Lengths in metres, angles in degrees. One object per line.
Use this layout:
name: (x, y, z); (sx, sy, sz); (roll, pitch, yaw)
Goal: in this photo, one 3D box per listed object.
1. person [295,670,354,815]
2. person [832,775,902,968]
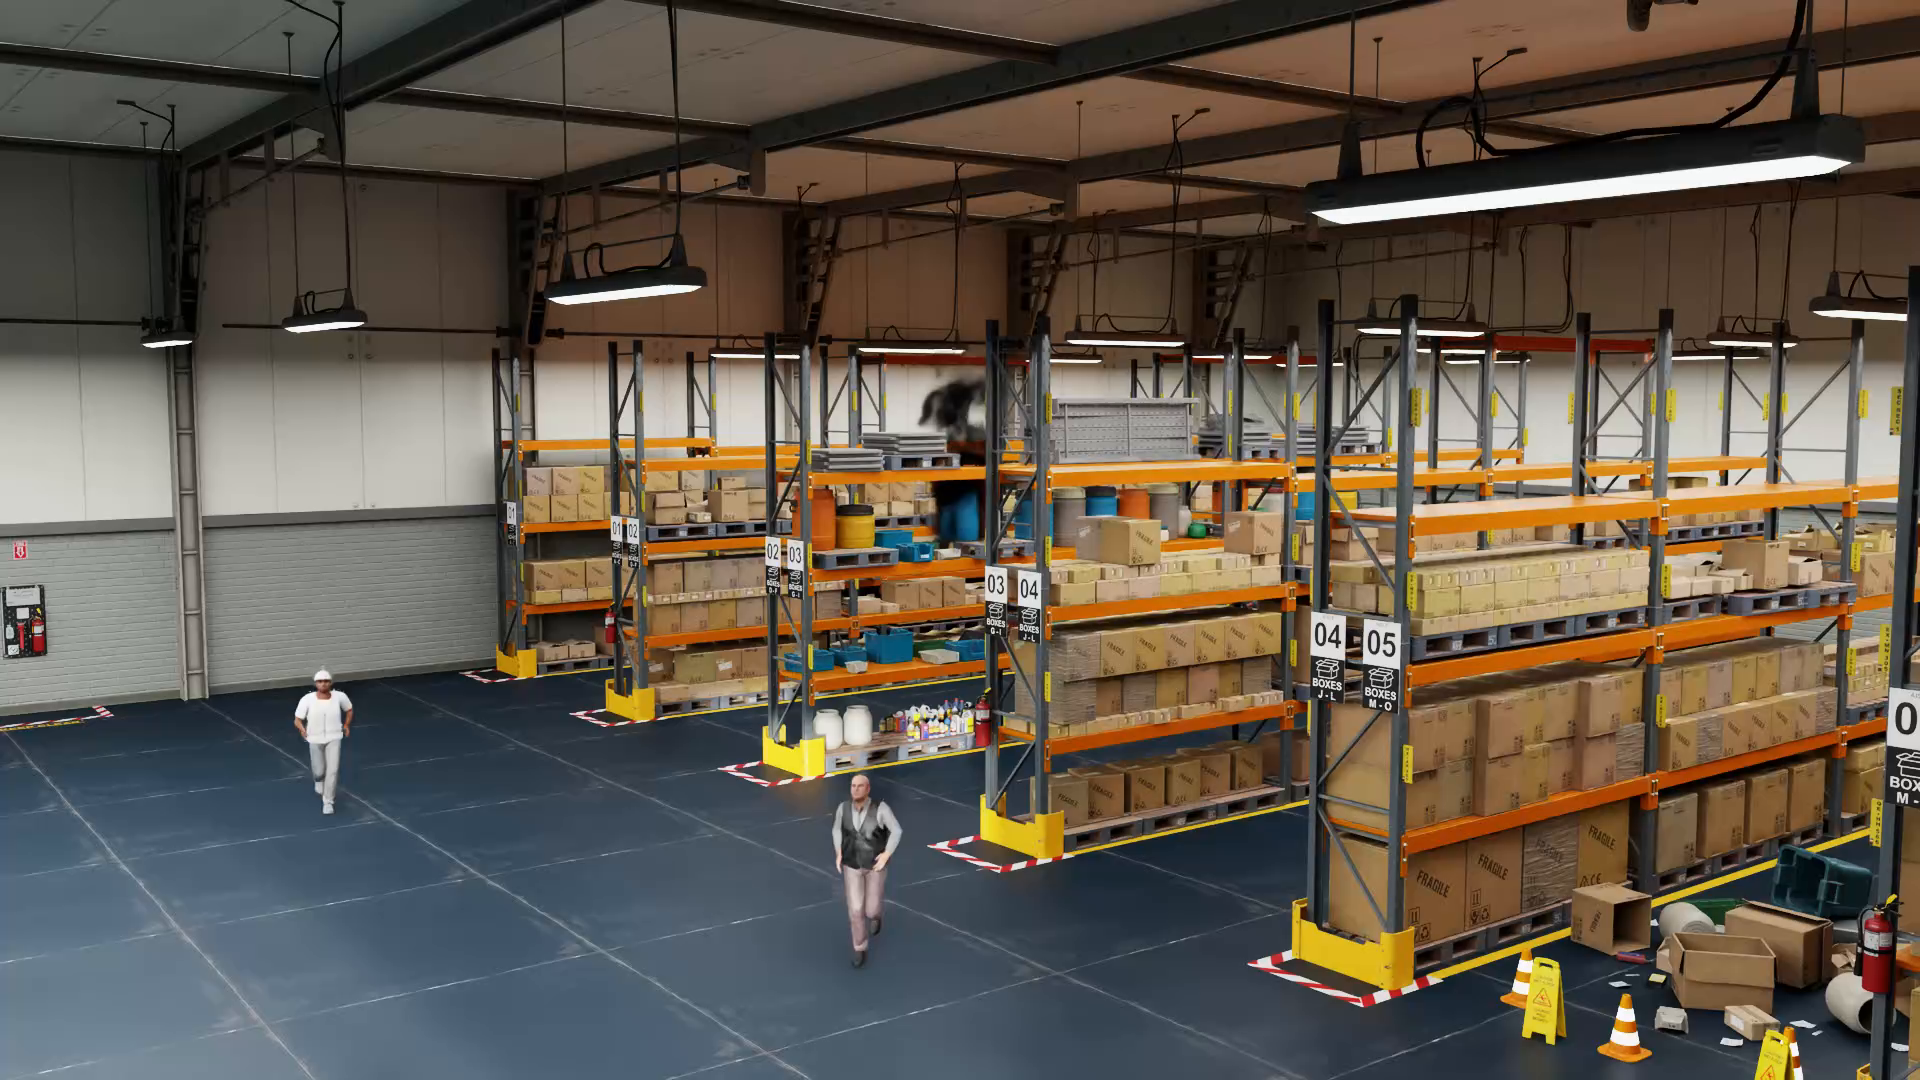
person: (-7.899, 2.485, 20.700); (0.701, 1.747, 0.831); (-2, 5, -23)
person: (-0.851, 2.989, 15.286); (0.664, 1.716, 0.712); (1, 5, 10)
